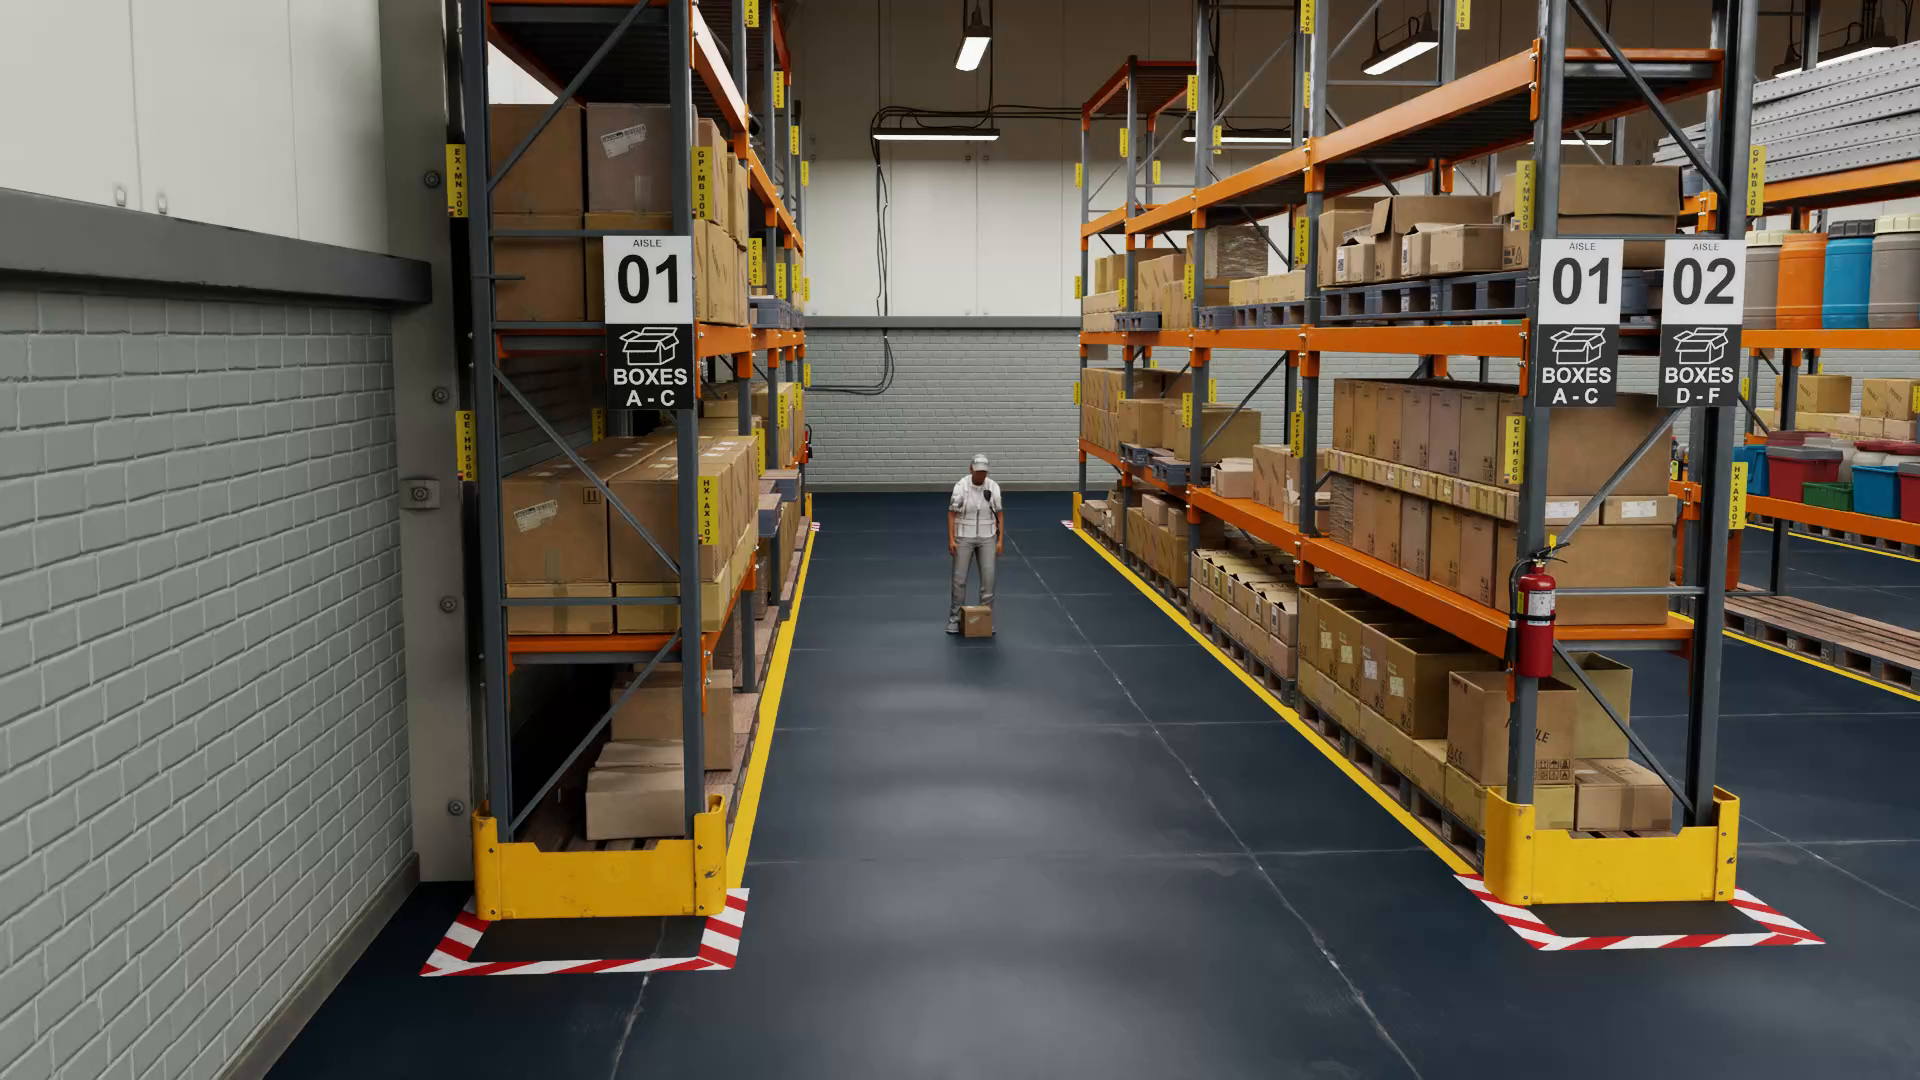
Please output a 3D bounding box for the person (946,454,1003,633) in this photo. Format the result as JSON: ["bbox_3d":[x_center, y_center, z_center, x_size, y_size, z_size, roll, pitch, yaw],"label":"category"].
[{"bbox_3d":[0.137,0.025,15.522,0.558,1.665,0.468,-1,7,-7],"label":"person"}]
